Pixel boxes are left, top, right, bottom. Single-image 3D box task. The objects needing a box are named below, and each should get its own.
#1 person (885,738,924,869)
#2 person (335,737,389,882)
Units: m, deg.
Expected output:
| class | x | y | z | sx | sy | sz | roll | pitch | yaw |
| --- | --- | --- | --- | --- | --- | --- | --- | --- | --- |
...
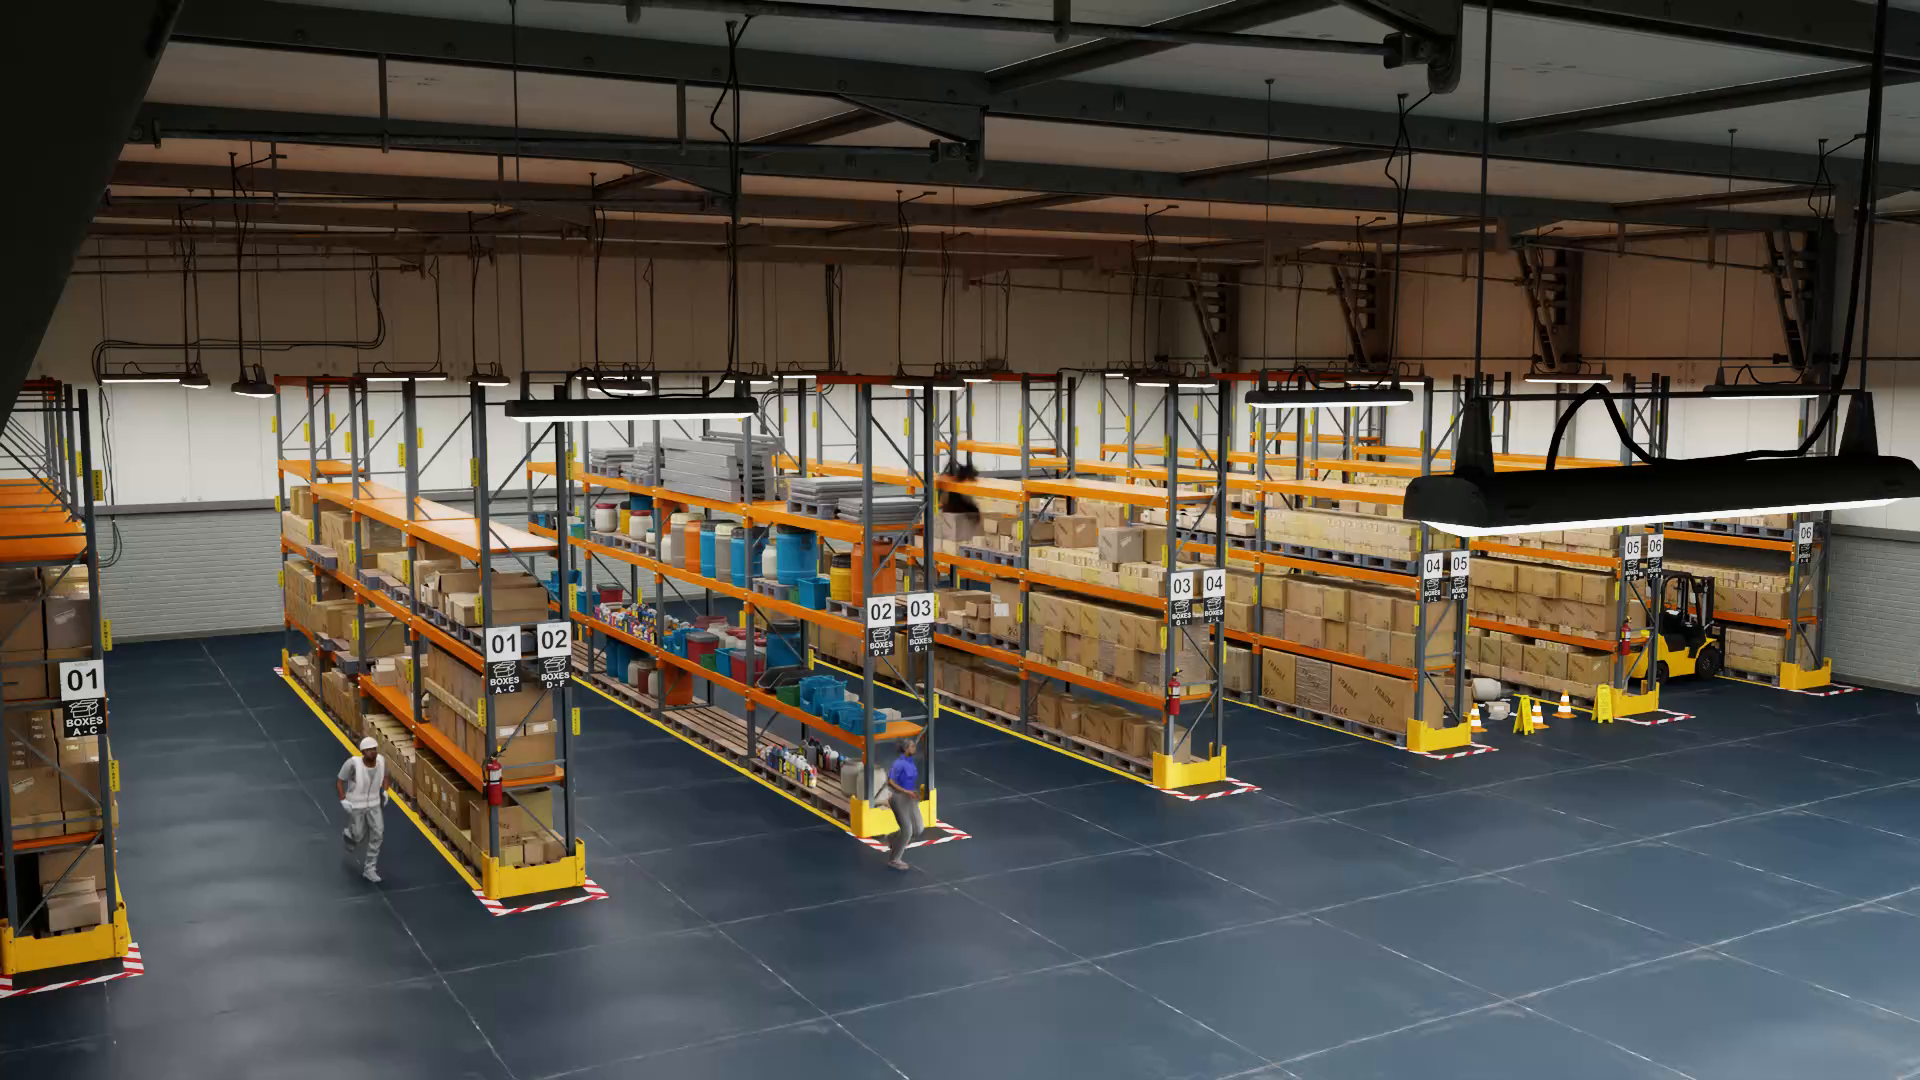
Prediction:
| class | x | y | z | sx | sy | sz | roll | pitch | yaw |
| --- | --- | --- | --- | --- | --- | --- | --- | --- | --- |
| person | -0.701 | 3.275 | 20.888 | 0.536 | 1.582 | 0.578 | 3 | 7 | 26 |
| person | -7.328 | 3.257 | 20.411 | 0.688 | 1.757 | 0.891 | -6 | 8 | -42 |
